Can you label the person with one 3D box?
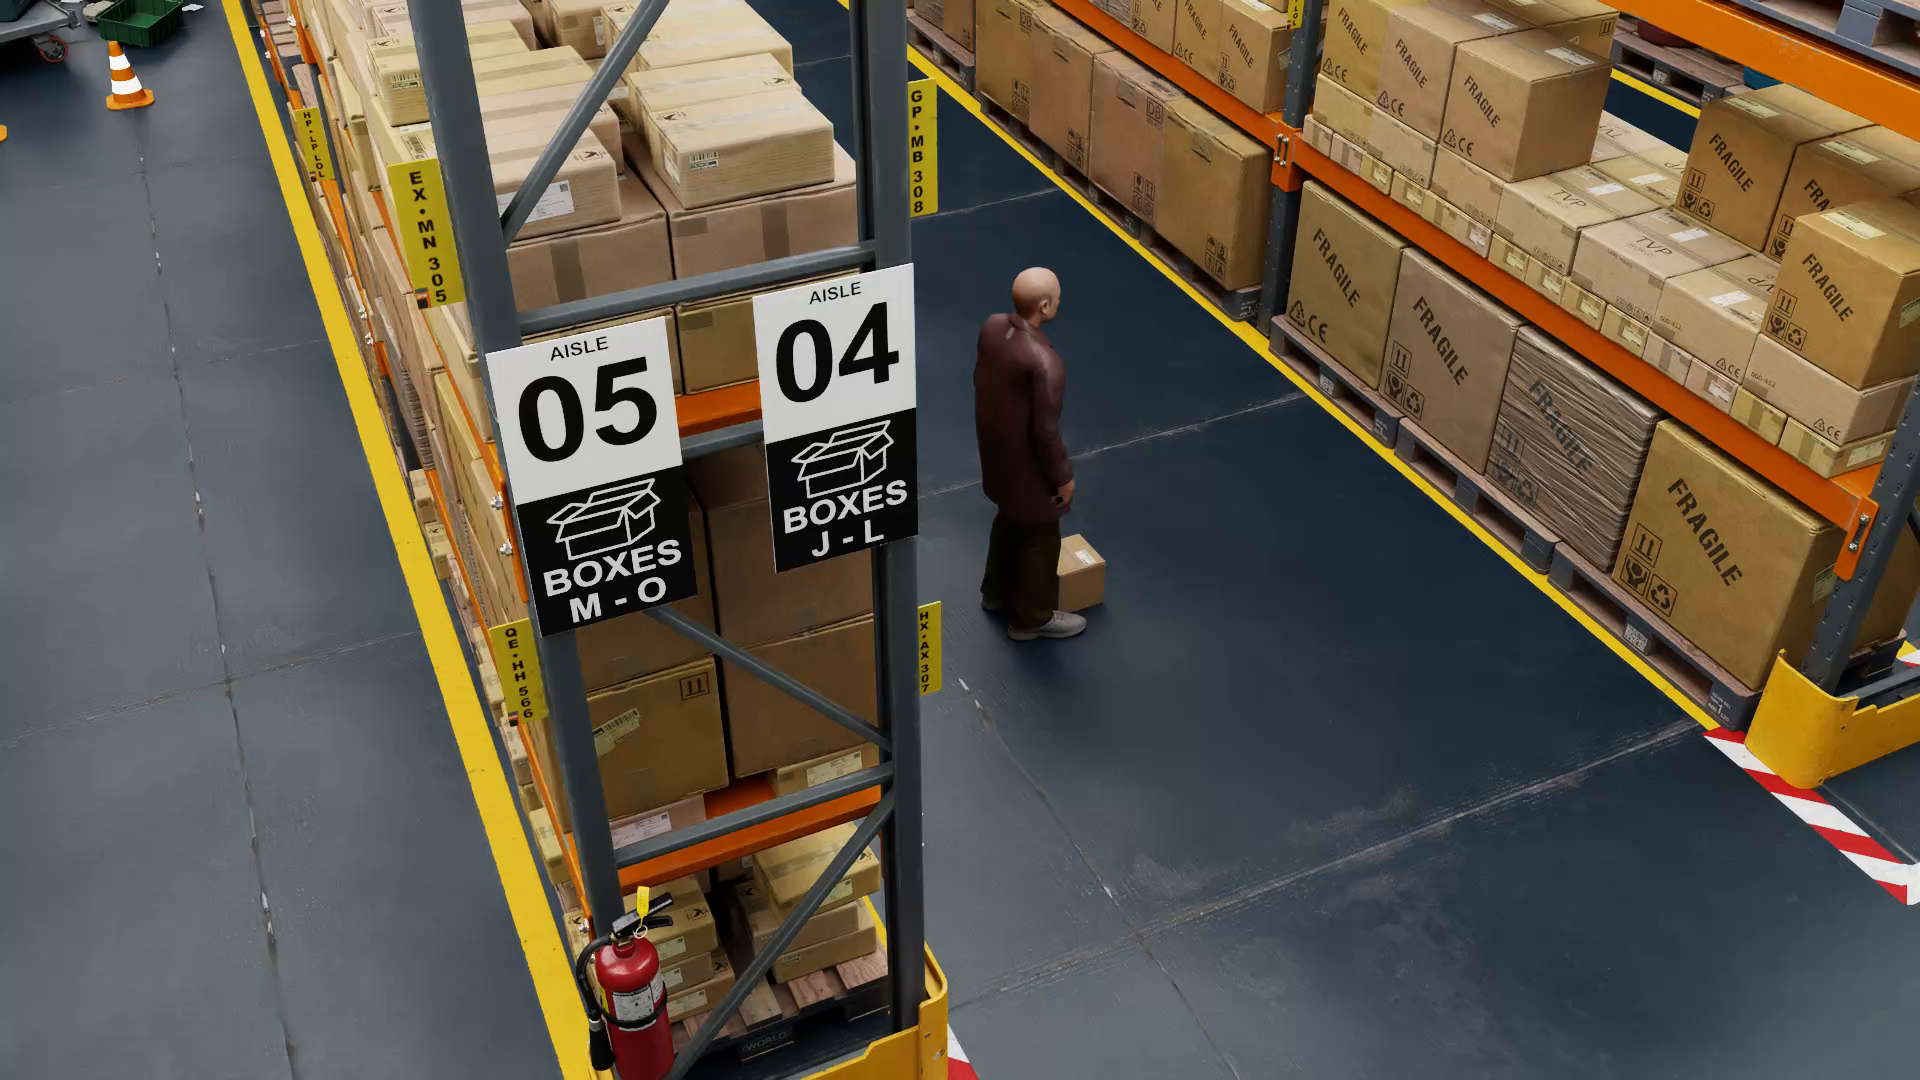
[{"bbox_3d":[0.287,-0.386,7.386,0.420,1.775,0.655,-18,40,-22],"label":"person"}]
